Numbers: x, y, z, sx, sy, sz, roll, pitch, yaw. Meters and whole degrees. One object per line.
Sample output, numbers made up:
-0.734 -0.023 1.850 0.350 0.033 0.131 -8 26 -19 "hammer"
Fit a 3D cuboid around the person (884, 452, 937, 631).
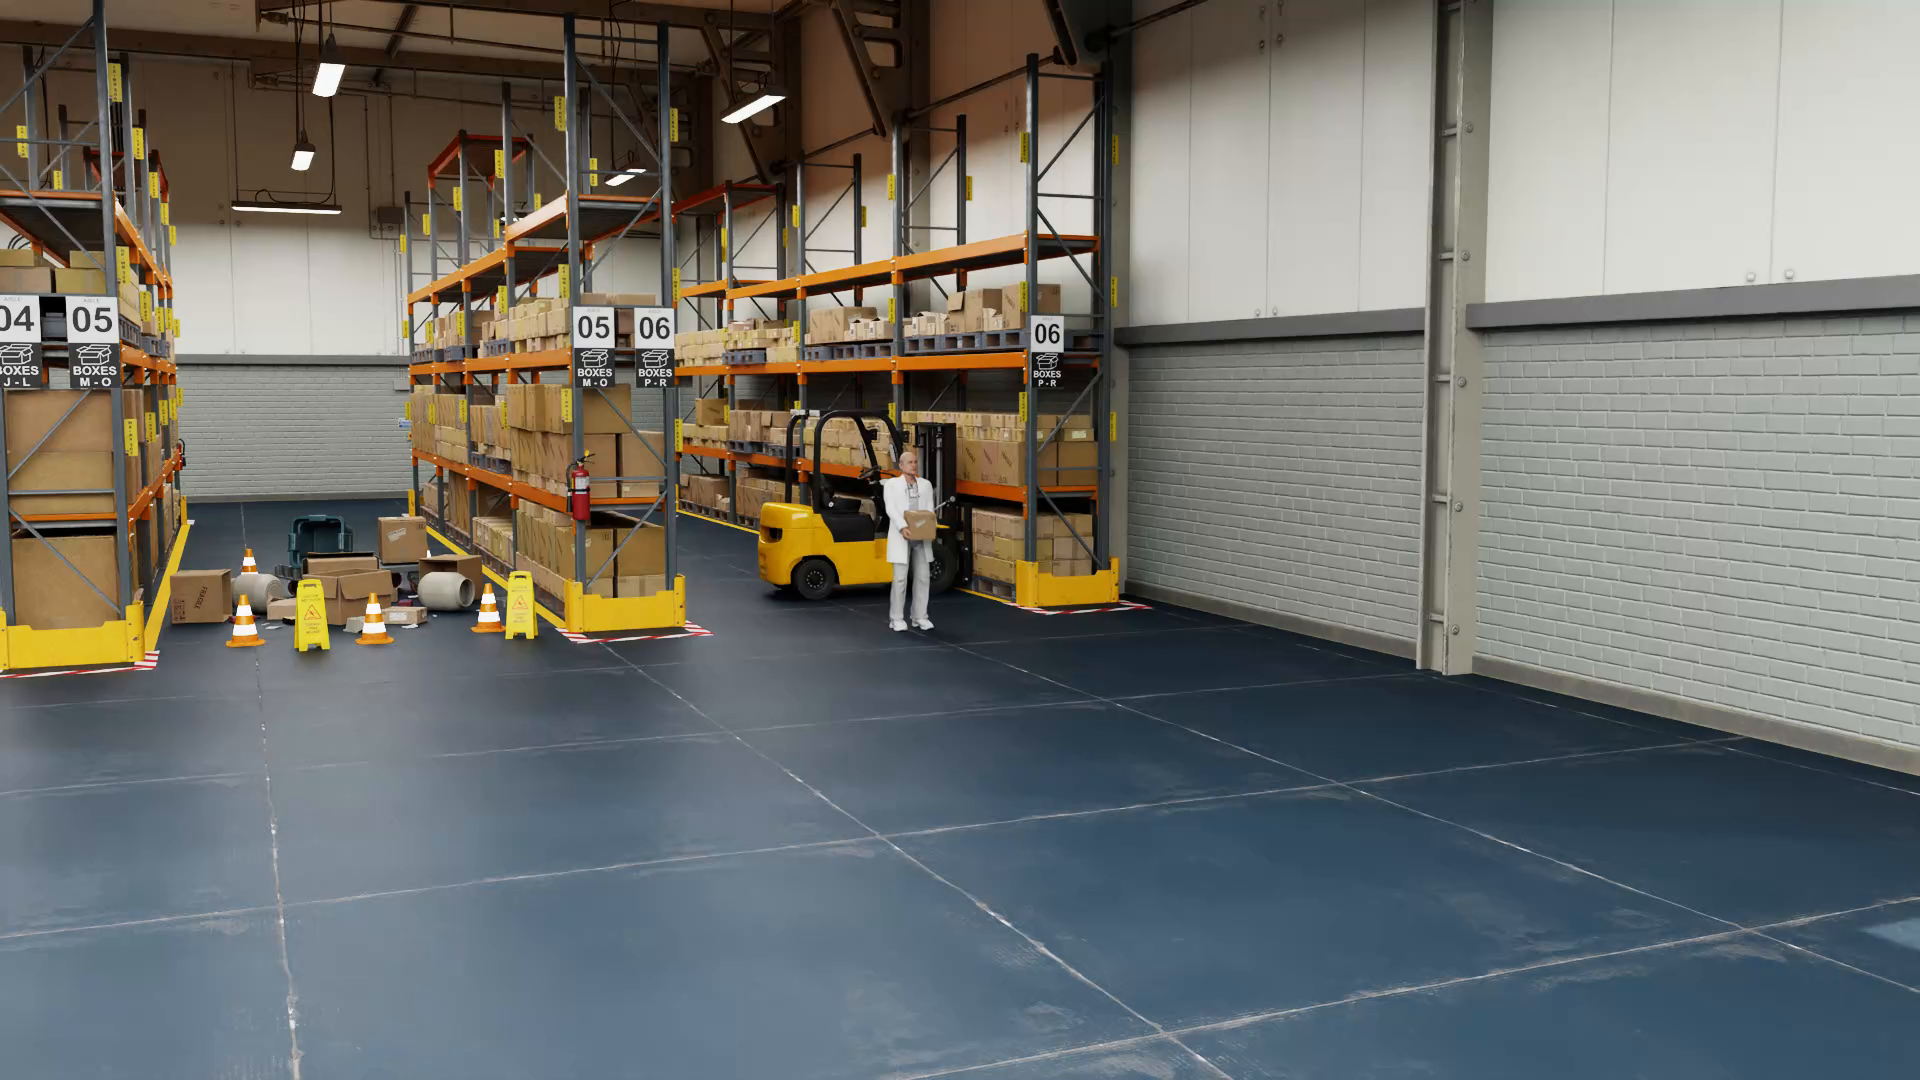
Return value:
-0.461 0.016 16.547 0.529 1.769 0.563 -2 6 -23 "person"
